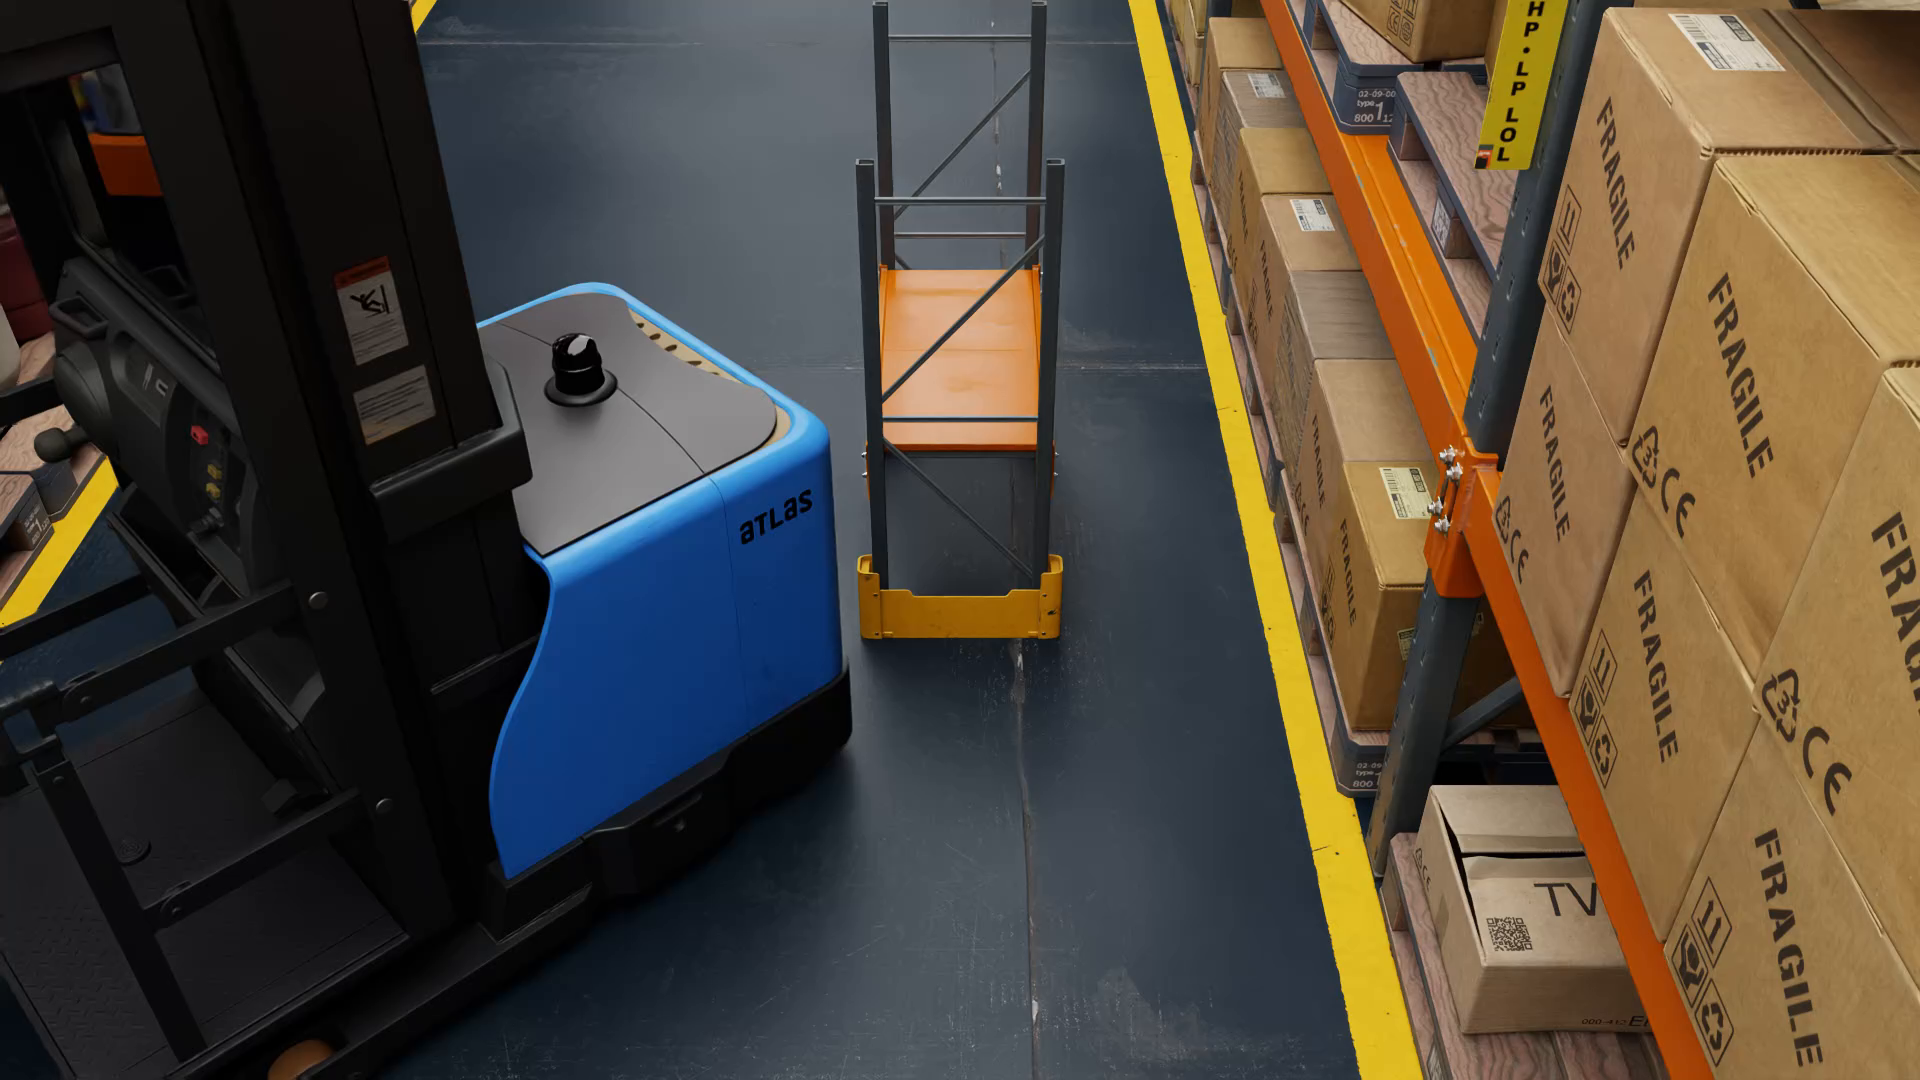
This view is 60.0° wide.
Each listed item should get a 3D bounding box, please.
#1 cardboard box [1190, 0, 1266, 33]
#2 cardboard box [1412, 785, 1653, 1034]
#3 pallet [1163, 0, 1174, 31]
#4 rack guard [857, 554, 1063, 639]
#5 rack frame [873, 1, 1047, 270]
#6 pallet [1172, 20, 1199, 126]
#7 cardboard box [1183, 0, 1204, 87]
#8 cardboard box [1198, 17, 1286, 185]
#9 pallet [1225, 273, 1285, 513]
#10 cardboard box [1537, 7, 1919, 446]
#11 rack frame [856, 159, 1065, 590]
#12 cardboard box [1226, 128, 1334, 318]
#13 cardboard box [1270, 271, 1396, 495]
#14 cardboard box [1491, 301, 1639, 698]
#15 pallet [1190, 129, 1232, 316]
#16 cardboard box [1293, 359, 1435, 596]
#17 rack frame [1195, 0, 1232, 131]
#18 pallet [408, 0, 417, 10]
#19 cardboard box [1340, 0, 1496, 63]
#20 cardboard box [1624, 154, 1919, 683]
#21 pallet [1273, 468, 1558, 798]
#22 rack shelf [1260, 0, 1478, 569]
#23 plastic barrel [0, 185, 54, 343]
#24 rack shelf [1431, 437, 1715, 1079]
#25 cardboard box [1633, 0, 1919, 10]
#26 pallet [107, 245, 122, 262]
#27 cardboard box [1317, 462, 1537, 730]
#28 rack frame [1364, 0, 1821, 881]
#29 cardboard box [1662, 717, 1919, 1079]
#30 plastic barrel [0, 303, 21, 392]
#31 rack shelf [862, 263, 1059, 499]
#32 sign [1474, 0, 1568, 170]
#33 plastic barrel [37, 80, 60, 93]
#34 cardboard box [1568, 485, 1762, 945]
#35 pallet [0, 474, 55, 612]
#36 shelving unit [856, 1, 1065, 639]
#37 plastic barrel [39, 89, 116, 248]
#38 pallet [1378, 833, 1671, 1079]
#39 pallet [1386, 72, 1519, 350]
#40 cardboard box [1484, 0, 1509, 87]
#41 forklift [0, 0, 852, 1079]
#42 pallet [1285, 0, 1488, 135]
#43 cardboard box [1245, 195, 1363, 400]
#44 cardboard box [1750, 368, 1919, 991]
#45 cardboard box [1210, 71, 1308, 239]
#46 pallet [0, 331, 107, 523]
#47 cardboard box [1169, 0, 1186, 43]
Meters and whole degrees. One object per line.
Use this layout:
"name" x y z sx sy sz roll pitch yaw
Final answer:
"cardboard box" 1.289 -2.492 7.376 0.500 0.311 0.500 1 39 1
"cardboard box" 1.325 0.786 3.668 0.500 0.311 0.500 0 39 0
"pallet" 1.576 -3.043 8.878 1.003 0.211 1.213 0 39 0
"rack guard" 0.000 0.166 4.843 0.587 0.250 0.087 0 39 0
"rack frame" -0.001 -0.957 5.244 0.500 1.500 0.032 0 39 0
"pallet" 1.574 -2.282 7.929 1.003 0.211 1.213 0 39 0
"cardboard box" 1.292 -2.275 7.553 0.500 0.250 0.500 1 39 1
"cardboard box" 1.251 -1.767 6.703 0.500 0.500 0.500 2 39 2
"pallet" 1.498 -0.539 5.754 1.003 0.211 1.213 0 39 0
"cardboard box" 1.260 -0.488 2.581 0.500 0.500 0.500 1 39 1
"rack frame" 0.000 -0.321 4.451 0.500 1.500 0.032 0 39 0
"cardboard box" 1.253 -1.125 5.903 0.500 0.500 0.500 -1 39 -1
"cardboard box" 1.261 -0.481 5.099 0.500 0.500 0.500 0 39 1
"cardboard box" 1.269 -0.074 2.863 0.500 0.500 0.500 1 39 1
"pallet" 1.499 -1.300 6.703 1.003 0.211 1.213 0 39 0
"cardboard box" 1.261 -0.167 4.707 0.500 0.500 0.500 0 39 0
"rack frame" 1.536 -2.855 6.414 1.000 3.000 0.127 0 39 0
"pallet" -3.378 -3.011 8.839 1.003 0.211 1.213 0 39 0
"cardboard box" 1.477 -1.661 4.509 0.700 0.500 0.500 -9 40 -11
"cardboard box" 1.261 -0.165 2.178 0.500 0.500 0.500 -1 39 -1
"pallet" 1.502 0.226 4.799 1.003 0.211 1.213 0 39 0
"rack shelf" 1.538 -1.324 5.078 1.077 0.370 4.000 0 39 0
"plastic barrel" -3.398 -1.065 5.772 0.600 0.588 0.708 0 39 0
"rack shelf" 1.543 1.178 1.957 1.077 0.370 4.000 0 39 0
"cardboard box" 1.764 -0.853 3.500 0.700 0.500 0.500 -13 40 -15
"pallet" -3.375 -1.273 6.669 1.003 0.211 1.213 0 39 0
"cardboard box" 1.254 0.142 4.322 0.500 0.500 0.500 0 39 0
"rack frame" 1.541 -0.354 3.293 1.000 3.000 0.127 0 39 0
"cardboard box" 1.271 0.559 2.074 0.500 0.500 0.500 0 39 0
"plastic barrel" -3.308 -0.682 5.356 0.421 0.512 0.421 0 39 0
"rack shelf" 0.000 -0.498 4.960 0.538 0.185 1.000 0 39 0
"sign" 0.986 -0.803 2.927 0.100 0.325 0.005 0 39 0
"plastic barrel" -3.400 -1.865 6.578 0.600 0.830 0.708 0 39 0
"cardboard box" 1.273 0.246 2.464 0.500 0.500 0.500 1 39 1
"pallet" -3.372 0.253 4.765 1.003 0.211 1.213 0 39 0
"shelving unit" 0.000 -0.633 4.840 0.587 1.500 1.083 0 39 0
"plastic barrel" -3.310 -1.388 6.237 0.421 0.512 0.421 0 39 0
"pallet" 1.541 1.164 3.629 1.003 0.211 1.213 0 39 0
"pallet" 1.649 -0.779 3.976 1.003 0.211 1.213 0 39 0
"cardboard box" 1.700 -1.283 4.037 0.700 0.500 0.500 6 39 7
"forklift" -1.709 -0.164 3.111 3.031 2.935 1.130 -30 48 -32
"pallet" 1.543 -1.564 4.957 1.003 0.211 1.213 0 39 0
"cardboard box" 1.258 -0.799 5.496 0.500 0.500 0.500 -1 39 -2
"cardboard box" 1.261 0.156 1.777 0.500 0.500 0.500 -1 39 -1
"cardboard box" 1.257 -1.439 6.294 0.500 0.500 0.500 -1 39 -2
"pallet" -3.376 -0.512 5.720 1.003 0.211 1.213 0 39 0
"cardboard box" 1.287 -2.597 7.955 0.500 0.250 0.500 0 39 -1
